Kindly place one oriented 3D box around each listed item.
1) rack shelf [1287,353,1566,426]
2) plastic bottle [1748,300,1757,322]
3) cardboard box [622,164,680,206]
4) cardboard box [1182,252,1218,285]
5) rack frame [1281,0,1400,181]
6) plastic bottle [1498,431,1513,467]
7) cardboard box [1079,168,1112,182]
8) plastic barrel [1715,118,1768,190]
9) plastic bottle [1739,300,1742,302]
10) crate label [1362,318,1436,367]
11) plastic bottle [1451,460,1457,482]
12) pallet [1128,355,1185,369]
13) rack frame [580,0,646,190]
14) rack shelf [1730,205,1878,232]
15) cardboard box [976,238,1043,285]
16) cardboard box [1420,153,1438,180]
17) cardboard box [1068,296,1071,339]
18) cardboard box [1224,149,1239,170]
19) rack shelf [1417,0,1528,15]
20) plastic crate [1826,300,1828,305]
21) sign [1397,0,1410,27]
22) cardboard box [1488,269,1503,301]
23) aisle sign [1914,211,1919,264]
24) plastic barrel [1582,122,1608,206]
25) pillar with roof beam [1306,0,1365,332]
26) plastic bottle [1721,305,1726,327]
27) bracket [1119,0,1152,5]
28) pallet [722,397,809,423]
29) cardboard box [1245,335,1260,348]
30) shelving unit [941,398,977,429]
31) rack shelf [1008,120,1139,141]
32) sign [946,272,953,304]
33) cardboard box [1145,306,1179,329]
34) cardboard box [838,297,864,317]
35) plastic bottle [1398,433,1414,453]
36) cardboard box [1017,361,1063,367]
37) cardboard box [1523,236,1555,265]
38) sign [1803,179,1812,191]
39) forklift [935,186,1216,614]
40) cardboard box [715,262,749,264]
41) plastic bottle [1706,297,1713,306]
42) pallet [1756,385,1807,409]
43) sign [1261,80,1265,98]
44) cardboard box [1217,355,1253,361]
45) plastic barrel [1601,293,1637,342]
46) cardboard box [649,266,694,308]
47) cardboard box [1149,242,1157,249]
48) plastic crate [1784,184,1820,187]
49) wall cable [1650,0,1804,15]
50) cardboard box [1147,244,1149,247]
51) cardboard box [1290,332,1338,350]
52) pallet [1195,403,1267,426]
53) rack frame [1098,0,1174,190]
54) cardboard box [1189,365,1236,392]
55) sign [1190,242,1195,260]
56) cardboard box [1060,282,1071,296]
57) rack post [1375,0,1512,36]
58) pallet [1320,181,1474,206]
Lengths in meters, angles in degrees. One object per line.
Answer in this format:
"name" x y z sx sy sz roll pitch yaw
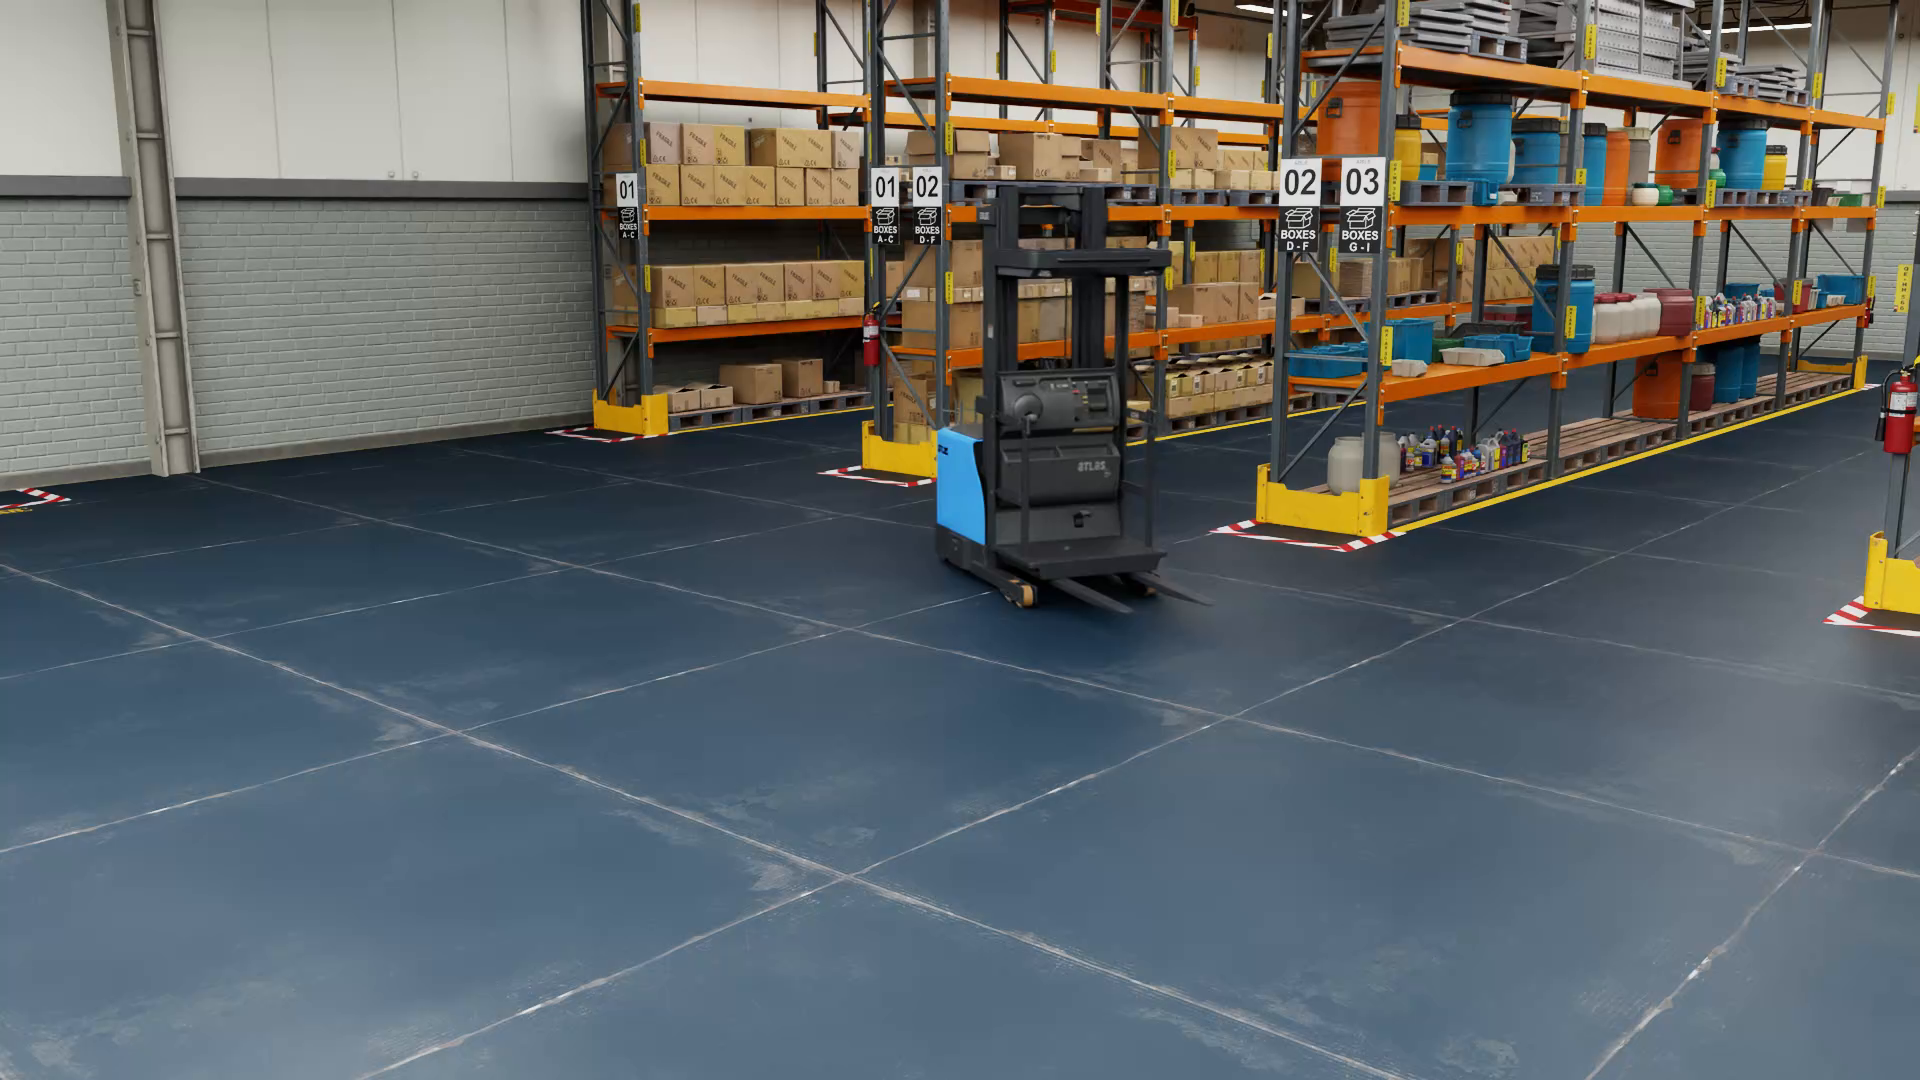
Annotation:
"rack shelf" 4.515 -1.518 15.987 1.077 0.370 4.000 10 15 40
"plastic bottle" 10.525 -3.053 22.155 0.152 0.276 0.135 10 15 40
"cardboard box" -3.838 -4.404 20.636 0.500 0.500 0.500 10 15 42
"cardboard box" 4.045 -4.847 30.056 0.980 0.700 0.700 10 15 41
"rack frame" 3.195 -4.518 13.856 1.000 3.000 0.127 10 15 40
"plastic bottle" 5.500 -0.921 16.804 0.144 0.351 0.185 9 14 38
"cardboard box" 1.526 -4.215 19.210 0.380 0.149 0.250 10 15 40
"plastic barrel" 10.105 -4.993 21.543 0.600 0.901 0.708 10 15 40
"plastic bottle" 10.419 -3.064 22.223 0.097 0.271 0.097 0 11 0
"crate label" 4.207 -1.899 15.971 0.502 0.435 0.616 10 15 40
"plastic bottle" 4.694 -0.661 15.885 0.097 0.201 0.097 0 11 0
"pallet" 3.222 -3.132 29.352 1.003 0.211 1.213 10 15 40
"rack frame" -4.247 -5.799 20.269 1.000 3.000 0.127 10 15 40
"rack shelf" 12.436 -4.754 24.533 1.077 0.370 4.000 10 15 40
"cardboard box" 0.505 -3.129 18.653 0.700 0.500 0.500 10 15 41
"cardboard box" 7.010 -5.693 25.814 0.600 0.600 0.600 8 14 35
"cardboard box" 1.151 -2.637 19.499 0.700 0.500 0.500 10 15 41
"cardboard box" 4.690 -6.788 30.019 0.500 0.500 0.500 9 15 39
"rack shelf" 8.718 -8.496 27.123 1.077 0.370 4.000 10 15 40
"plastic crate" 12.805 -3.556 24.877 0.298 0.136 0.250 10 15 40
"sign" 3.605 -4.344 13.517 0.100 0.325 0.005 10 15 40
"cardboard box" 8.607 -4.220 27.428 0.500 0.500 0.500 10 15 40
"aisle sign" 6.649 -2.240 11.131 0.394 0.787 0.004 10 15 40
"plastic barrel" 6.872 -4.177 18.526 0.600 0.901 0.708 10 15 40
"pillar with roof beam" 10.681 -8.105 31.817 9.100 9.000 0.548 10 15 40
"plastic bottle" 9.711 -2.861 21.207 0.097 0.271 0.097 0 11 0
"bracket" 1.767 -9.056 27.386 0.076 0.066 4.783 10 15 40
"pallet" -2.828 -1.794 22.656 1.003 0.211 1.213 10 15 40
"cardboard box" 5.266 -3.927 31.527 0.700 0.500 0.500 9 14 39
"shelving unit" -0.010 -0.586 14.083 0.258 1.200 0.189 10 15 40
"rack shelf" 2.354 -6.721 27.745 1.077 0.370 4.000 10 15 40
"sign" -0.110 -2.608 17.197 0.100 0.325 0.005 10 15 40
"cardboard box" 2.409 -2.810 21.005 0.500 0.250 0.500 11 16 44
"cardboard box" -1.691 -3.273 23.271 0.500 0.250 0.500 10 15 40
"plastic bottle" 4.463 -0.899 16.691 0.144 0.351 0.185 11 15 43
"cardboard box" 0.916 -1.856 19.878 0.500 0.500 0.500 10 15 40
"cardboard box" 9.951 -5.009 28.825 0.500 0.500 0.500 10 15 40
"sign" 11.528 -4.746 22.631 0.100 0.325 0.005 10 15 40
"forklift" 0.817 -1.048 11.977 1.130 2.935 3.031 -4 12 -21
"cardboard box" -3.085 -3.481 22.400 0.500 0.500 0.500 10 15 41
"plastic bottle" 10.283 -3.208 22.931 0.152 0.276 0.135 10 15 40
"pallet" 11.573 -2.087 24.123 1.003 0.211 1.213 10 15 40
"sign" 5.902 -8.761 32.312 0.100 0.325 0.005 10 15 40
"cardboard box" 3.851 -2.409 23.131 0.500 0.311 0.500 9 15 39
"plastic barrel" 7.402 -2.515 18.799 0.433 0.535 0.433 0 11 0
"cardboard box" -3.706 -3.192 20.953 0.500 0.500 0.500 10 15 40
"cardboard box" 3.213 -5.019 28.702 0.500 0.250 0.500 10 15 42
"plastic crate" 12.542 -5.181 24.994 0.504 0.338 0.767 10 15 40
"wall cable" 14.674 -11.373 31.600 3.097 2.526 0.112 10 15 40
"cardboard box" 2.877 -4.944 28.326 0.500 0.250 0.500 10 15 41
"cardboard box" 5.233 -2.929 24.559 0.500 0.250 0.500 11 15 42
"pallet" 3.379 -1.732 22.343 1.003 0.211 1.213 10 15 40
"rack frame" 2.117 -5.747 20.012 1.000 3.000 0.127 10 15 40
"cardboard box" 3.252 -2.116 21.663 0.500 0.311 0.500 9 14 38
"sign" 4.088 -5.083 29.247 0.100 0.325 0.005 10 15 40
"cardboard box" 1.086 -2.879 19.055 0.380 0.149 0.250 10 15 42
"rack post" 4.450 -4.770 15.311 0.937 0.300 0.954 9 15 39
"pallet" 3.815 -3.063 14.715 1.003 0.211 1.213 10 15 40
